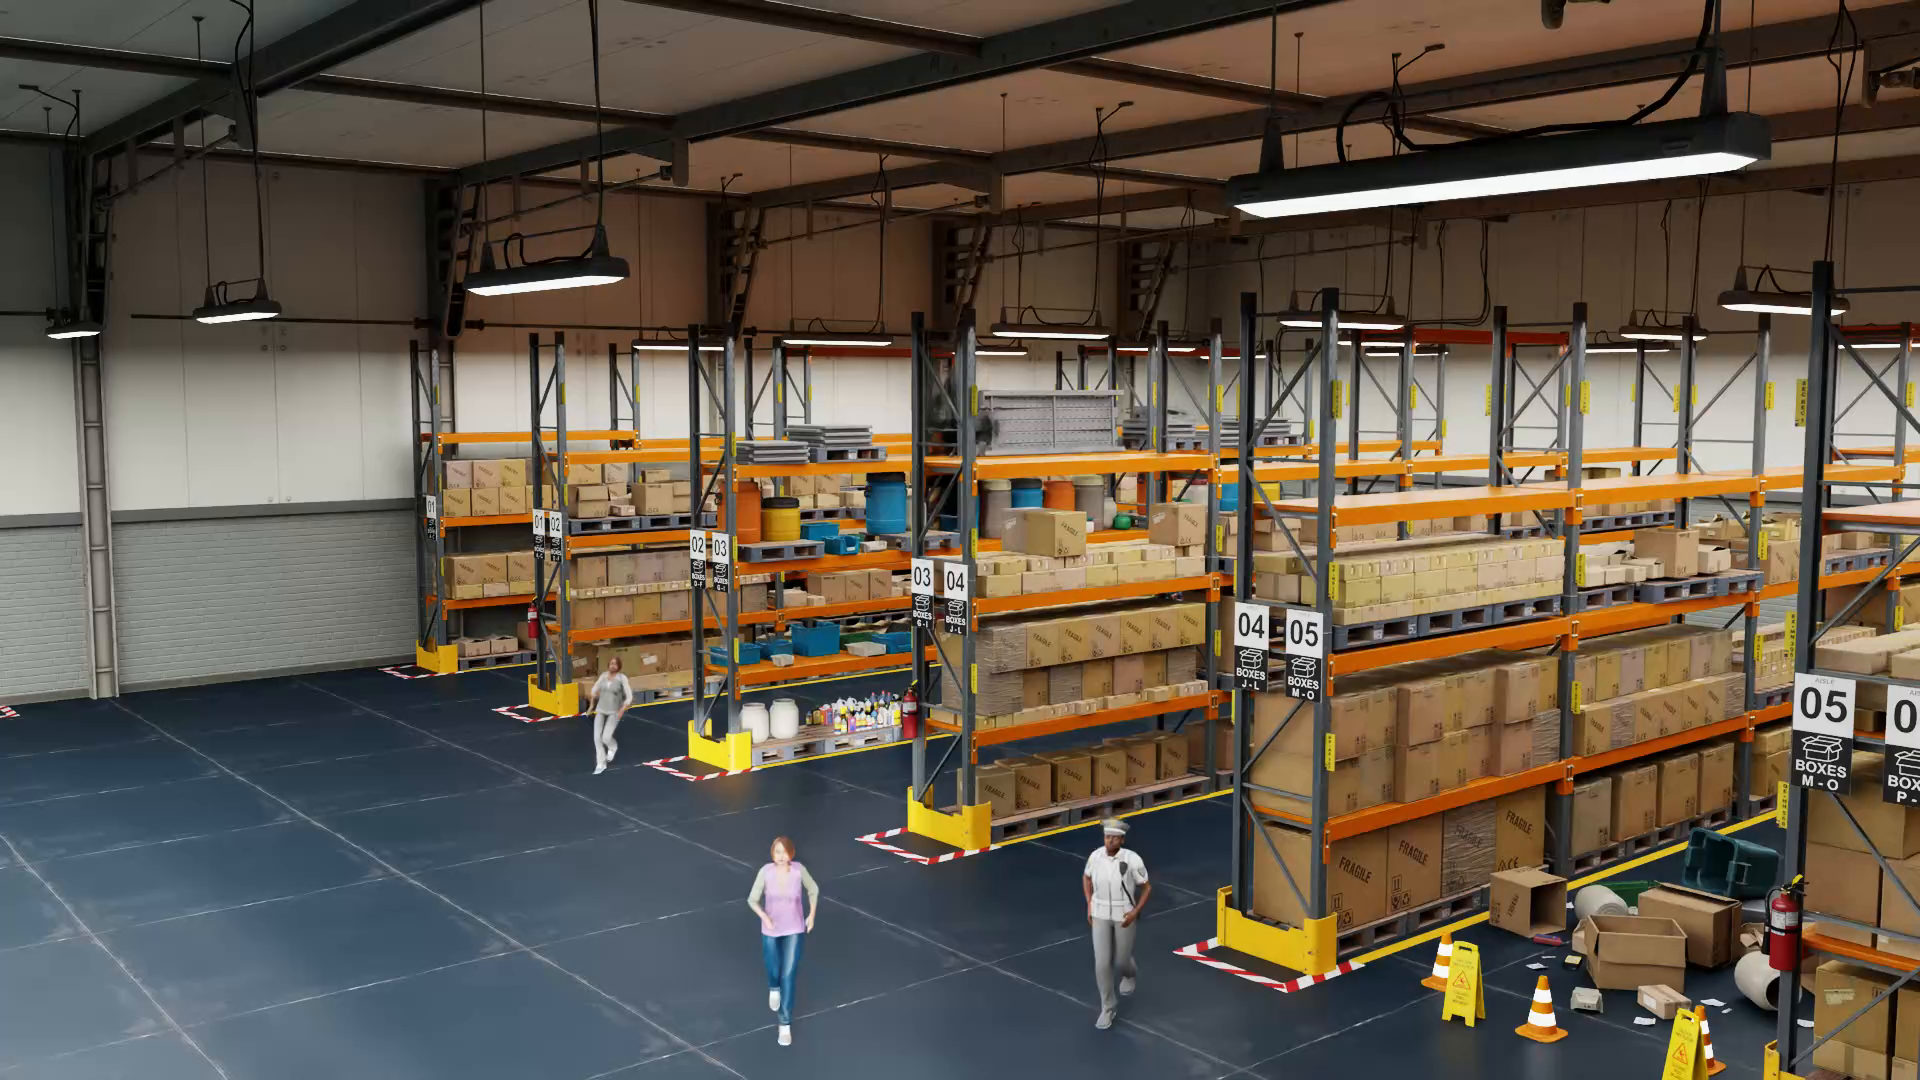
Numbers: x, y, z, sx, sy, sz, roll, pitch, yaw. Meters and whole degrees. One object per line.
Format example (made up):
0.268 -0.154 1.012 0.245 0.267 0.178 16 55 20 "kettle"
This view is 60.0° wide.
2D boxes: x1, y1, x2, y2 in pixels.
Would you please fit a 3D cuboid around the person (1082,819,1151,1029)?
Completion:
1.280 3.085 13.659 0.596 1.686 0.722 2 6 17 "person"

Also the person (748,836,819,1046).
-1.411 3.147 13.341 0.567 1.606 0.736 0 5 -4 "person"

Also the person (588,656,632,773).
-4.714 2.339 22.384 0.597 1.554 0.501 1 5 13 "person"
